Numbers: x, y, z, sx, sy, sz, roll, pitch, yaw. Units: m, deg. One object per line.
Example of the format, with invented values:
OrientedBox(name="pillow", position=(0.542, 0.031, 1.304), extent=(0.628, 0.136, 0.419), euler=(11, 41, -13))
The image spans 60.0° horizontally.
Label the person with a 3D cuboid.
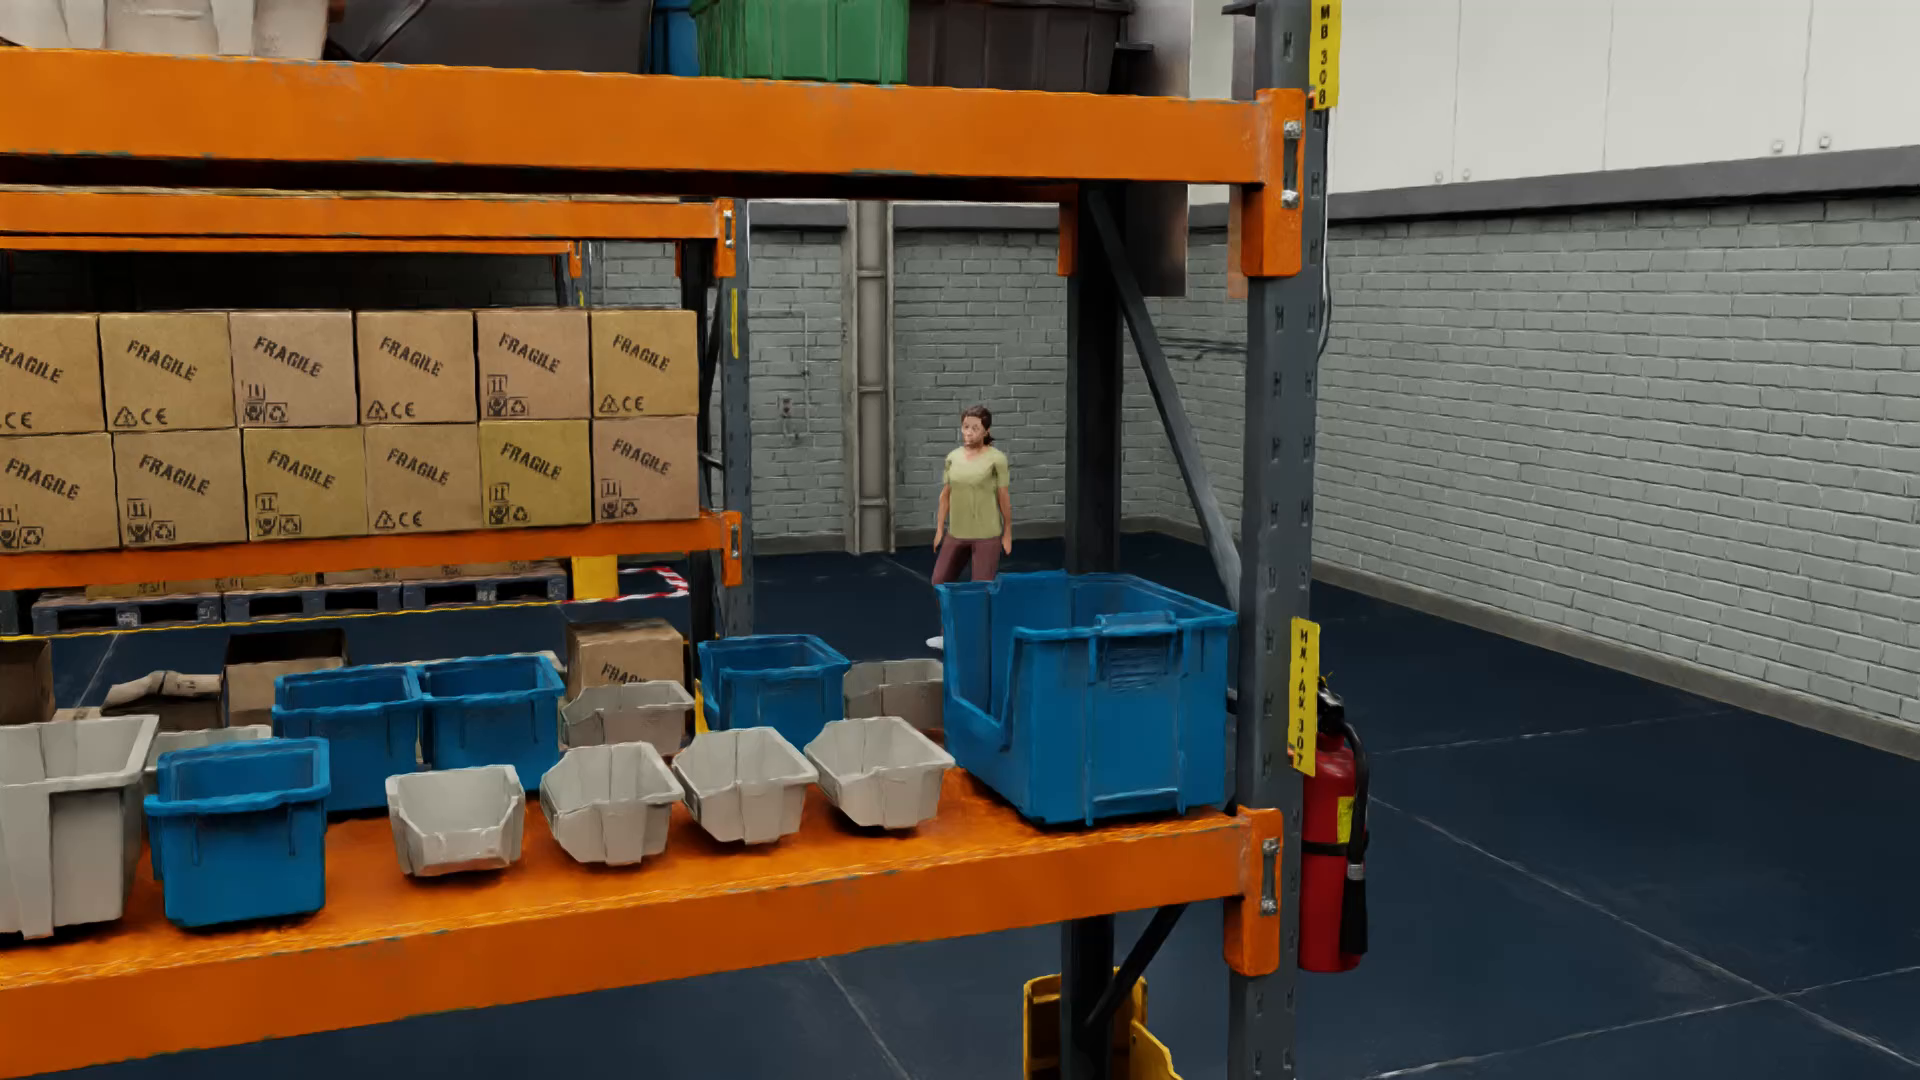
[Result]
OrientedBox(name="person", position=(0.017, -0.039, 10.596), extent=(0.652, 1.663, 0.450), euler=(5, 10, 28))
